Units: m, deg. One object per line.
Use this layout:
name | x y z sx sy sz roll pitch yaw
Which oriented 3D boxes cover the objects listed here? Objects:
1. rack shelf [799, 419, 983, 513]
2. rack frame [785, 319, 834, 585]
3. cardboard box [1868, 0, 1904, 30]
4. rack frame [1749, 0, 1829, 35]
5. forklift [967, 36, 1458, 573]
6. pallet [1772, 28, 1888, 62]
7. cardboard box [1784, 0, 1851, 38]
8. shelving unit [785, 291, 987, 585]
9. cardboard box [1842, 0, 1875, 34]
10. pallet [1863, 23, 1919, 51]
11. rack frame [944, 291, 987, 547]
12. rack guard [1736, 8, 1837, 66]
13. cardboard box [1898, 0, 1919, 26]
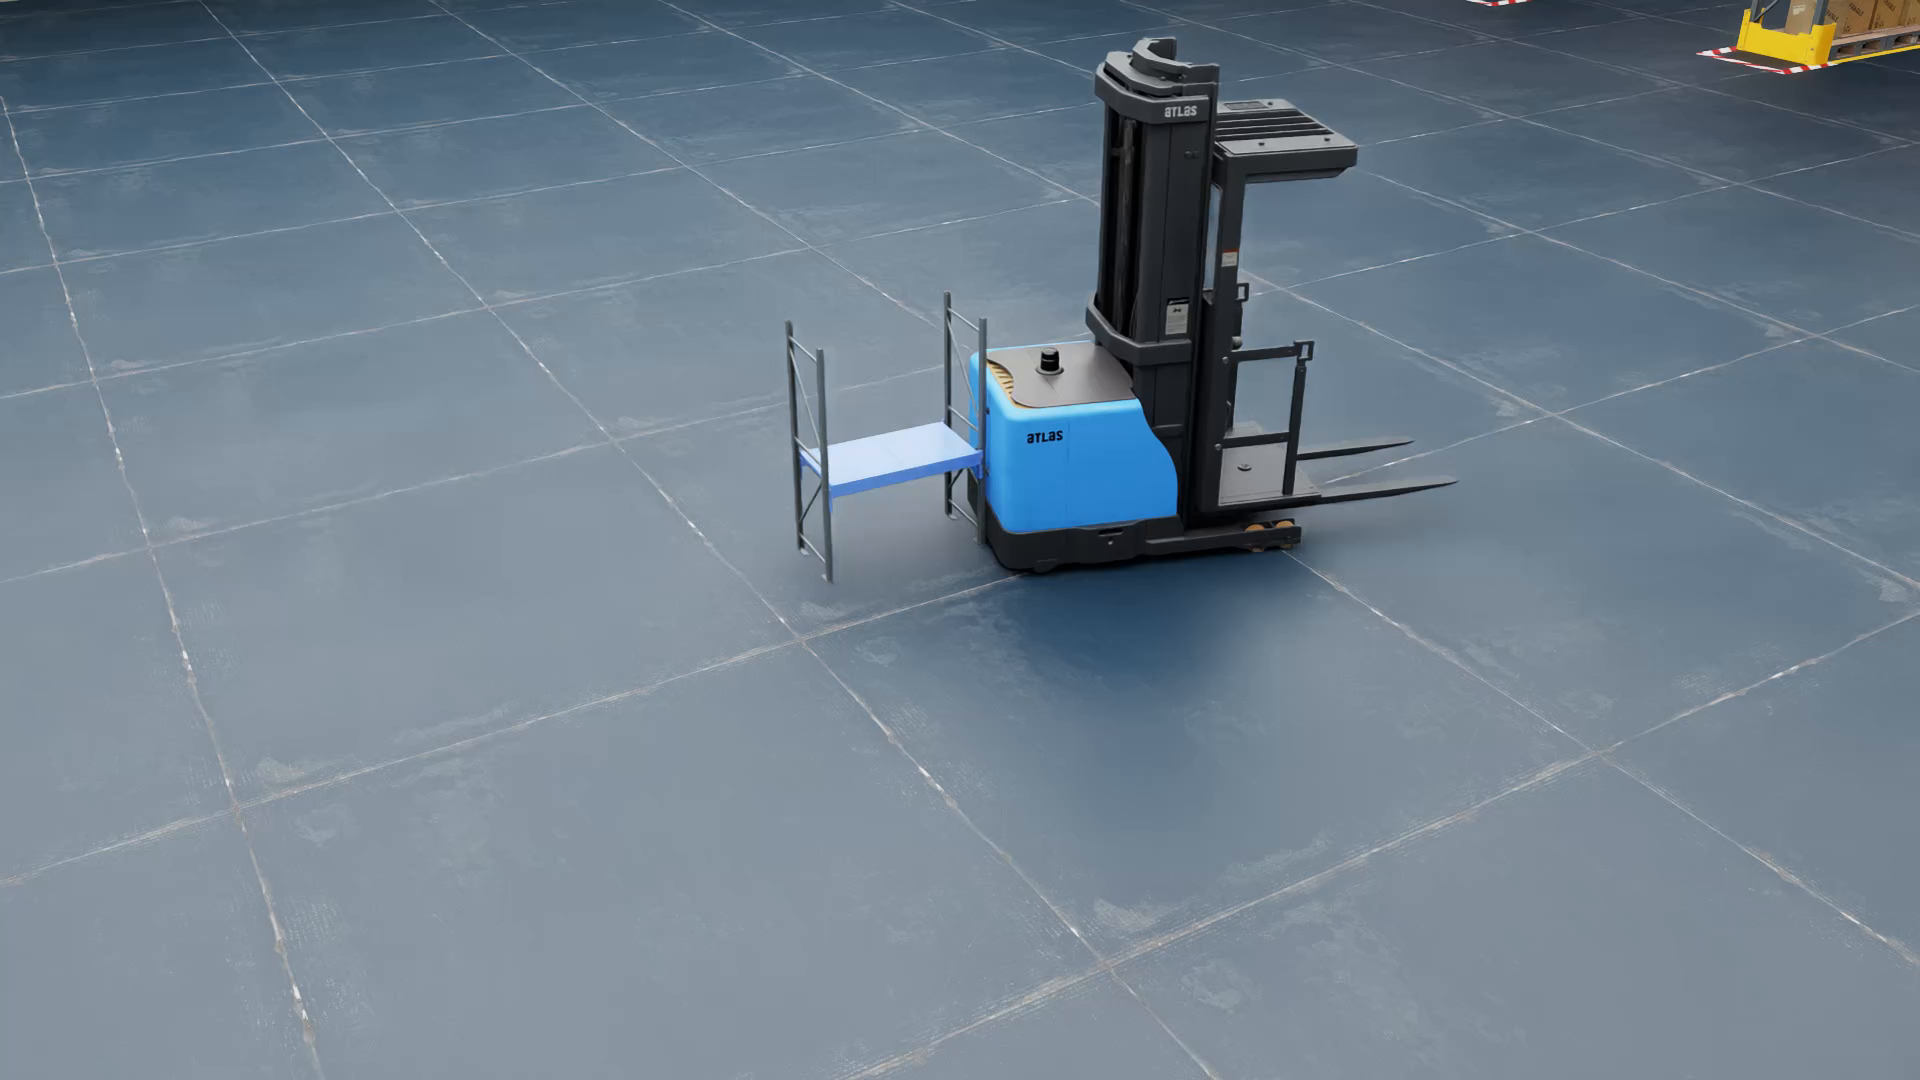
rack shelf | -0.424 -0.455 9.993 1.000 0.185 0.538 -14 32 -23
rack frame | -0.877 -0.501 9.703 0.032 1.500 0.500 -14 32 -23
cardboard box | 12.346 -7.217 22.474 0.500 0.500 0.500 -13 31 -22
rack frame | 10.751 -7.676 21.152 0.127 3.000 1.000 -16 33 -26
forklift | 1.619 -1.451 9.943 3.031 2.935 1.130 -7 30 -12
pallet | 11.535 -6.658 22.193 1.213 0.211 1.003 -16 33 -26
cardboard box | 11.298 -6.911 21.919 0.500 0.500 0.500 -10 30 -17
shelving unit | -0.424 -0.612 9.906 1.048 1.500 0.538 -14 32 -23
cardboard box | 11.796 -7.072 22.210 0.500 0.500 0.500 -8 30 -13
pallet | 12.586 -6.954 22.731 1.213 0.211 1.003 -16 33 -26
rack frame | 0.028 -0.724 10.108 0.032 1.500 0.500 -14 32 -23
rack guard | 10.817 -6.600 21.790 0.348 0.500 1.175 -16 33 -26
cardboard box | 12.849 -7.335 22.687 0.500 0.500 0.500 -19 34 -31
